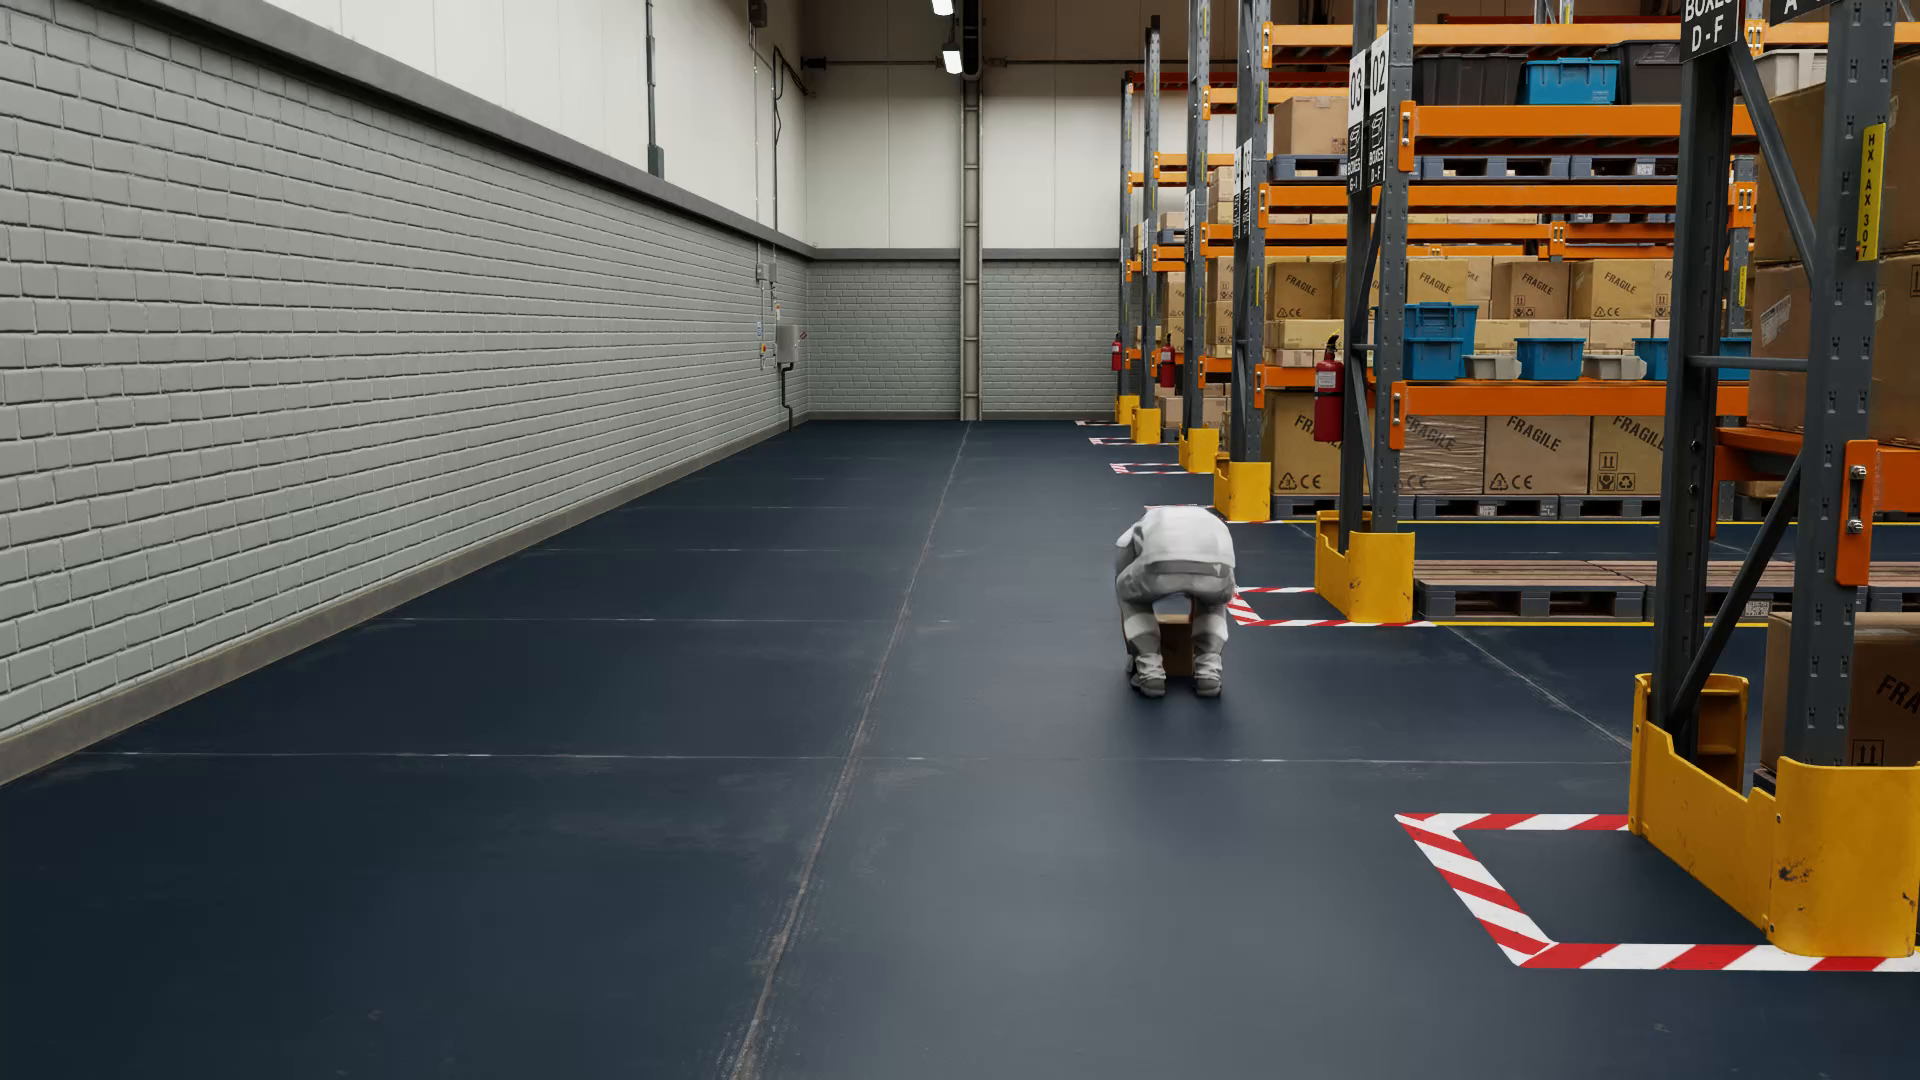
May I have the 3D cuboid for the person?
[{"bbox_3d":[0.970,0.259,7.555,0.531,0.856,0.966,0,7,-1],"label":"person"}]
